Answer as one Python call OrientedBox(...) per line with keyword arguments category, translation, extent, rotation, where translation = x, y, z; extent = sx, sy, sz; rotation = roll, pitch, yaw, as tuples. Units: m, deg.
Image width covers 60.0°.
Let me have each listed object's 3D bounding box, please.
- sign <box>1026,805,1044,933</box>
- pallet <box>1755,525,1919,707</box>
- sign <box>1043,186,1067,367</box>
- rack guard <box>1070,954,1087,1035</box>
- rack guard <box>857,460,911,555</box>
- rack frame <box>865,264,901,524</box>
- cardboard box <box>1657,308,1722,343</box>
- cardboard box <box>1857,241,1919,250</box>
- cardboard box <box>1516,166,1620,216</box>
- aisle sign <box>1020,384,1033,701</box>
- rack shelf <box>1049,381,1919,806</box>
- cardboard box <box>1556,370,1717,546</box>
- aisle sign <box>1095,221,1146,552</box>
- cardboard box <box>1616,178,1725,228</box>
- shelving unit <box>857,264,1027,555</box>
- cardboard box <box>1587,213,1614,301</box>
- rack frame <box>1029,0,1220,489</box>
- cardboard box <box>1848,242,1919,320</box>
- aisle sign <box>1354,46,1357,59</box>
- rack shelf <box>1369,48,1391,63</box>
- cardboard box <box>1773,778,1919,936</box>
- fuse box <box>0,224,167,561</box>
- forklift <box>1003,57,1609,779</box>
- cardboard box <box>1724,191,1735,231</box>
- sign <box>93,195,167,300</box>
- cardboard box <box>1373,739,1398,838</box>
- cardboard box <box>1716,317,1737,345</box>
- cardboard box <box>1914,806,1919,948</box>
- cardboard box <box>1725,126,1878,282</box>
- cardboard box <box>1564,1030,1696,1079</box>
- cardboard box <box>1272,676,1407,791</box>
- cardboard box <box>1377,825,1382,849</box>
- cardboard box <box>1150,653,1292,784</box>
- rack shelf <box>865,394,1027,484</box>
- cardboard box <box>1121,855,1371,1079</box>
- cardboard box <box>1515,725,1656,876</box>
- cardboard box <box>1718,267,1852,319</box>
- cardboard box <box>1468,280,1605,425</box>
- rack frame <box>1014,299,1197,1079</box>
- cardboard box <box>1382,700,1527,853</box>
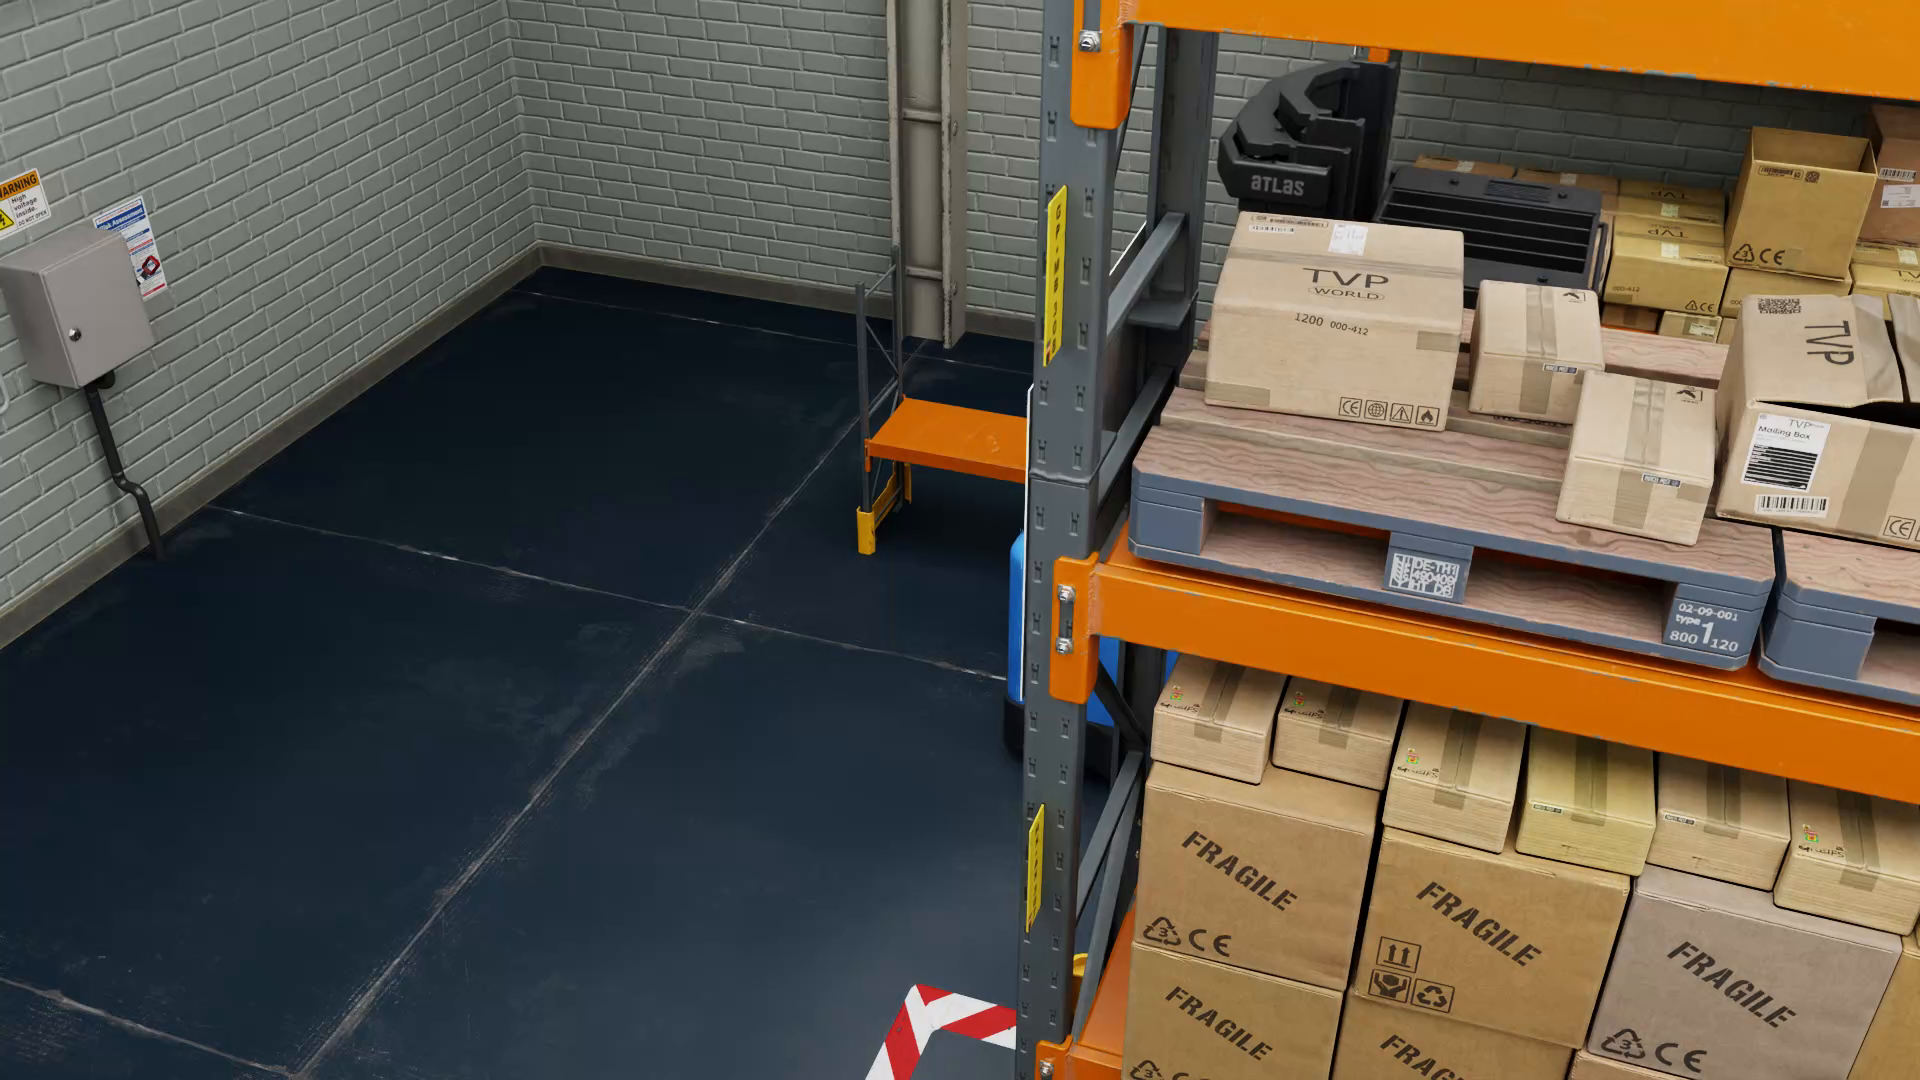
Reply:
OrientedBox(category="sign", translation=(0.177, 0.775, 3.913), extent=(0.005, 0.325, 0.100), rotation=(11, 34, 16))
OrientedBox(category="pallet", translation=(2.224, 0.020, 3.271), extent=(1.213, 0.211, 1.003), rotation=(11, 34, 16))
OrientedBox(category="sign", translation=(0.177, -0.489, 3.097), extent=(0.005, 0.325, 0.100), rotation=(11, 34, 16))
OrientedBox(category="rack guard", translation=(0.347, 1.935, 5.291), extent=(0.348, 0.500, 1.175), rotation=(11, 34, 16))
OrientedBox(category="rack guard", translation=(-0.397, -0.182, 8.802), extent=(0.087, 0.250, 0.587), rotation=(11, 34, 16))
OrientedBox(category="rack frame", translation=(-0.398, -0.708, 8.464), extent=(0.013, 1.308, 0.475), rotation=(11, 34, 16))
OrientedBox(category="cardboard box", translation=(3.454, -1.079, 7.887), extent=(0.250, 0.149, 0.380), rotation=(10, 34, 15))
OrientedBox(category="cardboard box", translation=(4.472, -1.388, 7.998), extent=(0.500, 0.250, 0.500), rotation=(12, 35, 18))
OrientedBox(category="cardboard box", translation=(3.048, -1.664, 8.426), extent=(0.500, 0.250, 0.500), rotation=(11, 34, 17))
OrientedBox(category="aisle sign", translation=(0.204, -0.068, 3.692), extent=(0.004, 0.787, 0.394), rotation=(11, 34, 16))
OrientedBox(category="rack shelf", translation=(2.252, 0.298, 3.421), extent=(4.000, 0.370, 1.077), rotation=(11, 34, 16))
OrientedBox(category="cardboard box", translation=(1.316, -0.167, 3.230), extent=(0.250, 0.149, 0.380), rotation=(12, 35, 18))
OrientedBox(category="aisle sign", translation=(0.407, -0.374, 4.167), extent=(0.004, 0.787, 0.394), rotation=(11, 34, 16))
OrientedBox(category="cardboard box", translation=(3.513, -1.571, 8.281), extent=(0.500, 0.250, 0.500), rotation=(12, 35, 18))
OrientedBox(category="shelving unit", translation=(0.072, -0.616, 8.322), extent=(1.083, 1.500, 0.587), rotation=(11, 34, 16))
OrientedBox(category="cardboard box", translation=(2.852, -1.395, 8.009), extent=(0.500, 0.250, 0.500), rotation=(11, 35, 17))
OrientedBox(category="rack frame", translation=(0.370, -1.631, 2.979), extent=(0.127, 3.000, 1.000), rotation=(11, 34, 16))
OrientedBox(category="cardboard box", translation=(4.303, -1.126, 7.593), extent=(0.500, 0.250, 0.500), rotation=(11, 34, 16))
OrientedBox(category="aisle sign", translation=(1.878, -2.600, 7.615), extent=(0.004, 0.787, 0.394), rotation=(11, 34, 16))
OrientedBox(category="rack shelf", translation=(3.924, -2.237, 7.348), extent=(4.000, 0.370, 1.077), rotation=(11, 34, 16))
OrientedBox(category="cardboard box", translation=(1.827, 0.606, 3.433), extent=(0.250, 0.149, 0.380), rotation=(11, 35, 17))
OrientedBox(category="fuse box", translation=(-4.100, -0.635, 8.156), extent=(0.414, 1.711, 0.539), rotation=(11, 34, 16))
OrientedBox(category="forklift", translation=(1.760, -0.247, 6.431), extent=(3.031, 2.935, 1.130), rotation=(12, 35, 18))
OrientedBox(category="cardboard box", translation=(4.005, -1.475, 8.133), extent=(0.500, 0.250, 0.500), rotation=(11, 34, 16))
OrientedBox(category="sign", translation=(-4.129, -1.426, 8.281), extent=(0.001, 0.494, 0.329), rotation=(11, 34, 16))
OrientedBox(category="cardboard box", translation=(0.904, 0.394, 4.360), extent=(0.500, 0.500, 0.500), rotation=(12, 35, 18))
OrientedBox(category="cardboard box", translation=(3.708, -1.041, 7.828), extent=(0.250, 0.149, 0.380), rotation=(12, 35, 18))
OrientedBox(category="cardboard box", translation=(2.056, 0.667, 3.340), extent=(0.250, 0.149, 0.380), rotation=(10, 34, 15))
OrientedBox(category="cardboard box", translation=(3.789, -1.528, 7.523), extent=(0.500, 0.500, 0.500), rotation=(12, 35, 18))
OrientedBox(category="cardboard box", translation=(1.683, 1.263, 3.937), extent=(0.500, 0.500, 0.500), rotation=(11, 34, 16))
OrientedBox(category="cardboard box", translation=(0.881, 0.373, 3.795), extent=(0.250, 0.149, 0.380), rotation=(12, 35, 18))
OrientedBox(category="cardboard box", translation=(1.380, 0.900, 4.498), extent=(0.500, 0.500, 0.500), rotation=(10, 34, 15))
OrientedBox(category="cardboard box", translation=(0.611, 0.361, 3.813), extent=(0.250, 0.149, 0.380), rotation=(12, 35, 17))
OrientedBox(category="rack shelf", translation=(0.080, -0.463, 8.417), extent=(1.000, 0.185, 0.538), rotation=(11, 34, 16))
OrientedBox(category="cardboard box", translation=(0.725, 1.082, 4.216), extent=(0.500, 0.500, 0.500), rotation=(11, 34, 16))
OrientedBox(category="cardboard box", translation=(1.341, 0.518, 3.570), extent=(0.250, 0.149, 0.380), rotation=(10, 34, 15))
OrientedBox(category="cardboard box", translation=(3.819, -1.221, 7.740), extent=(0.500, 0.250, 0.500), rotation=(10, 34, 15))
OrientedBox(category="cardboard box", translation=(1.245, -0.411, 3.608), extent=(0.250, 0.149, 0.380), rotation=(8, 34, 13))
OrientedBox(category="rack frame", translation=(0.370, 0.890, 4.607), extent=(0.127, 3.000, 1.000), rotation=(11, 34, 16))
OrientedBox(category="cardboard box", translation=(1.087, 0.479, 3.630), extent=(0.250, 0.149, 0.380), rotation=(12, 35, 18))
